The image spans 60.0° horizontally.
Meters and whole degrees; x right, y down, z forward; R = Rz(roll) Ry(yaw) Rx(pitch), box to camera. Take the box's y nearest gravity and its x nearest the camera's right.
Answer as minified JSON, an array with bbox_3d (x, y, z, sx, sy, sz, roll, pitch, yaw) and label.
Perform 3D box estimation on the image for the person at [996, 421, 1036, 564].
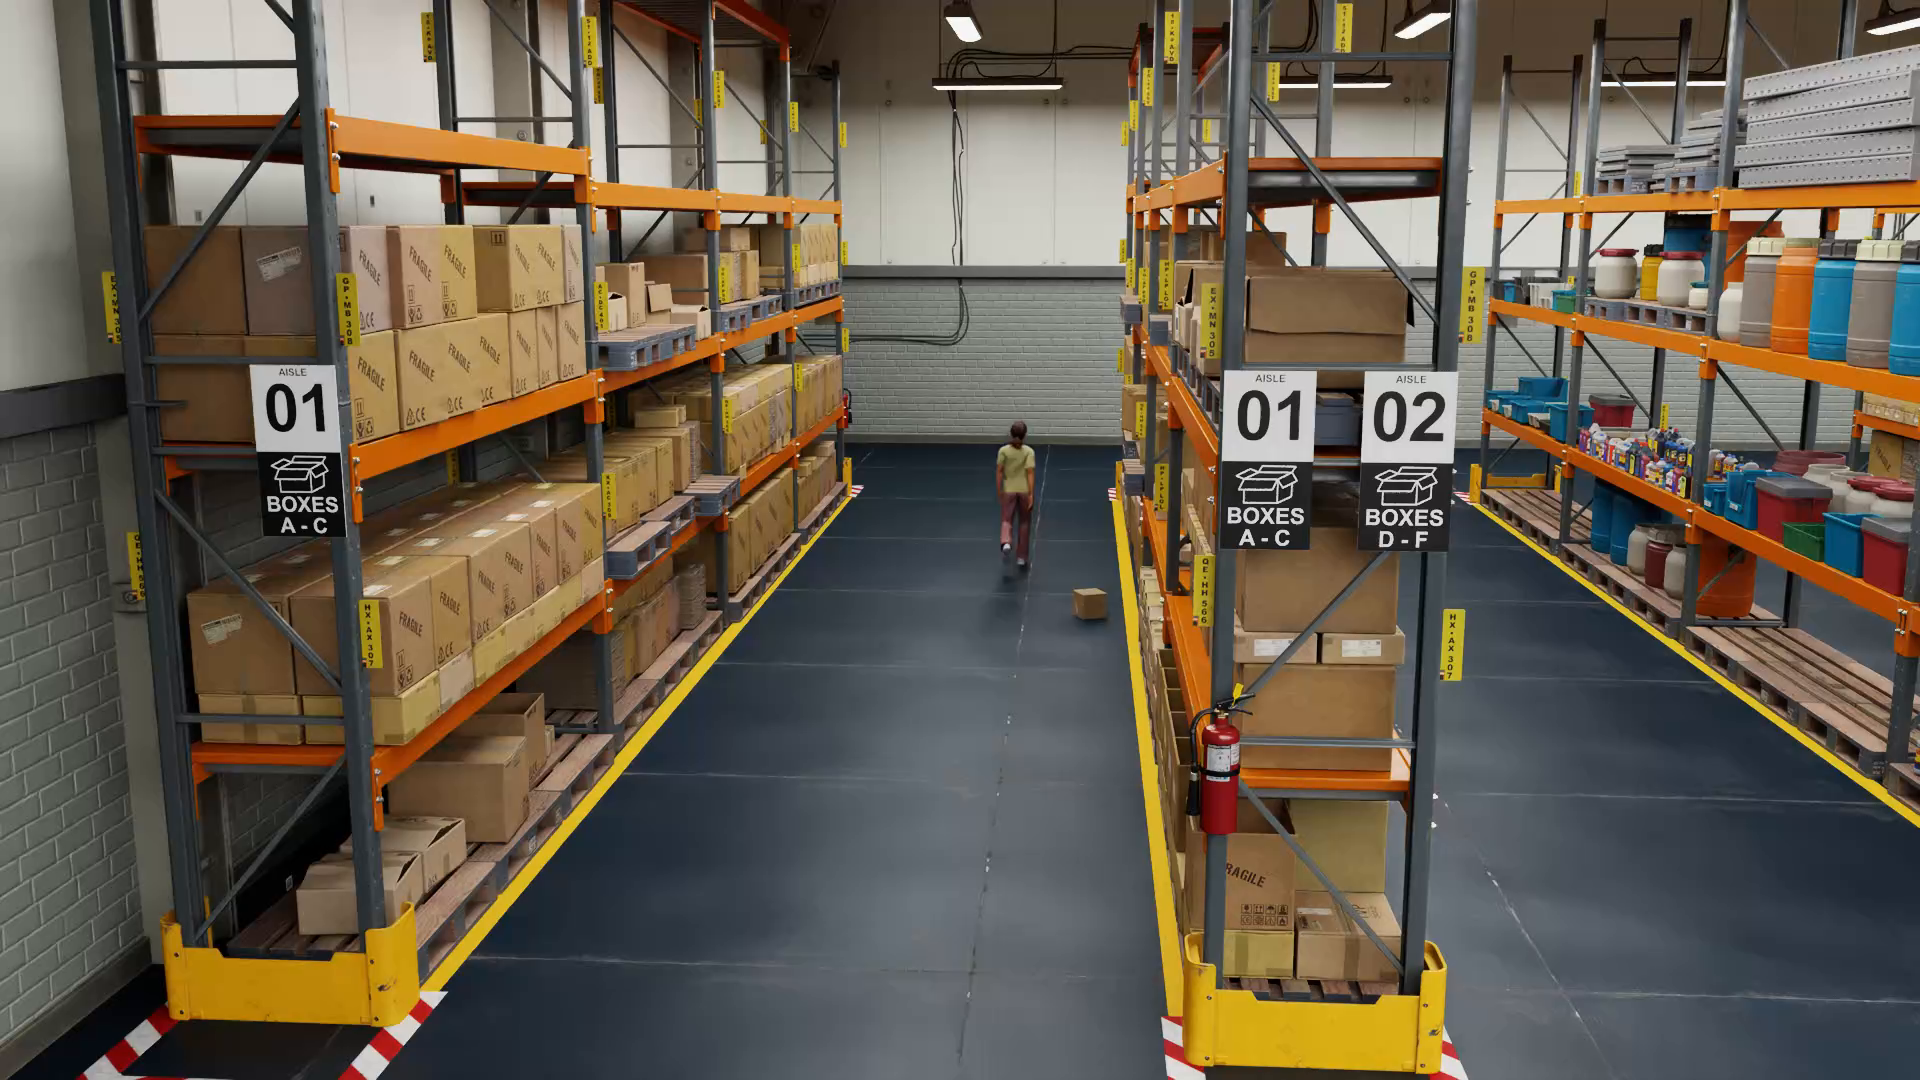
[{"bbox_3d":[0.622,-0.508,18.563,0.446,1.639,0.798,1,11,7],"label":"person"}]
